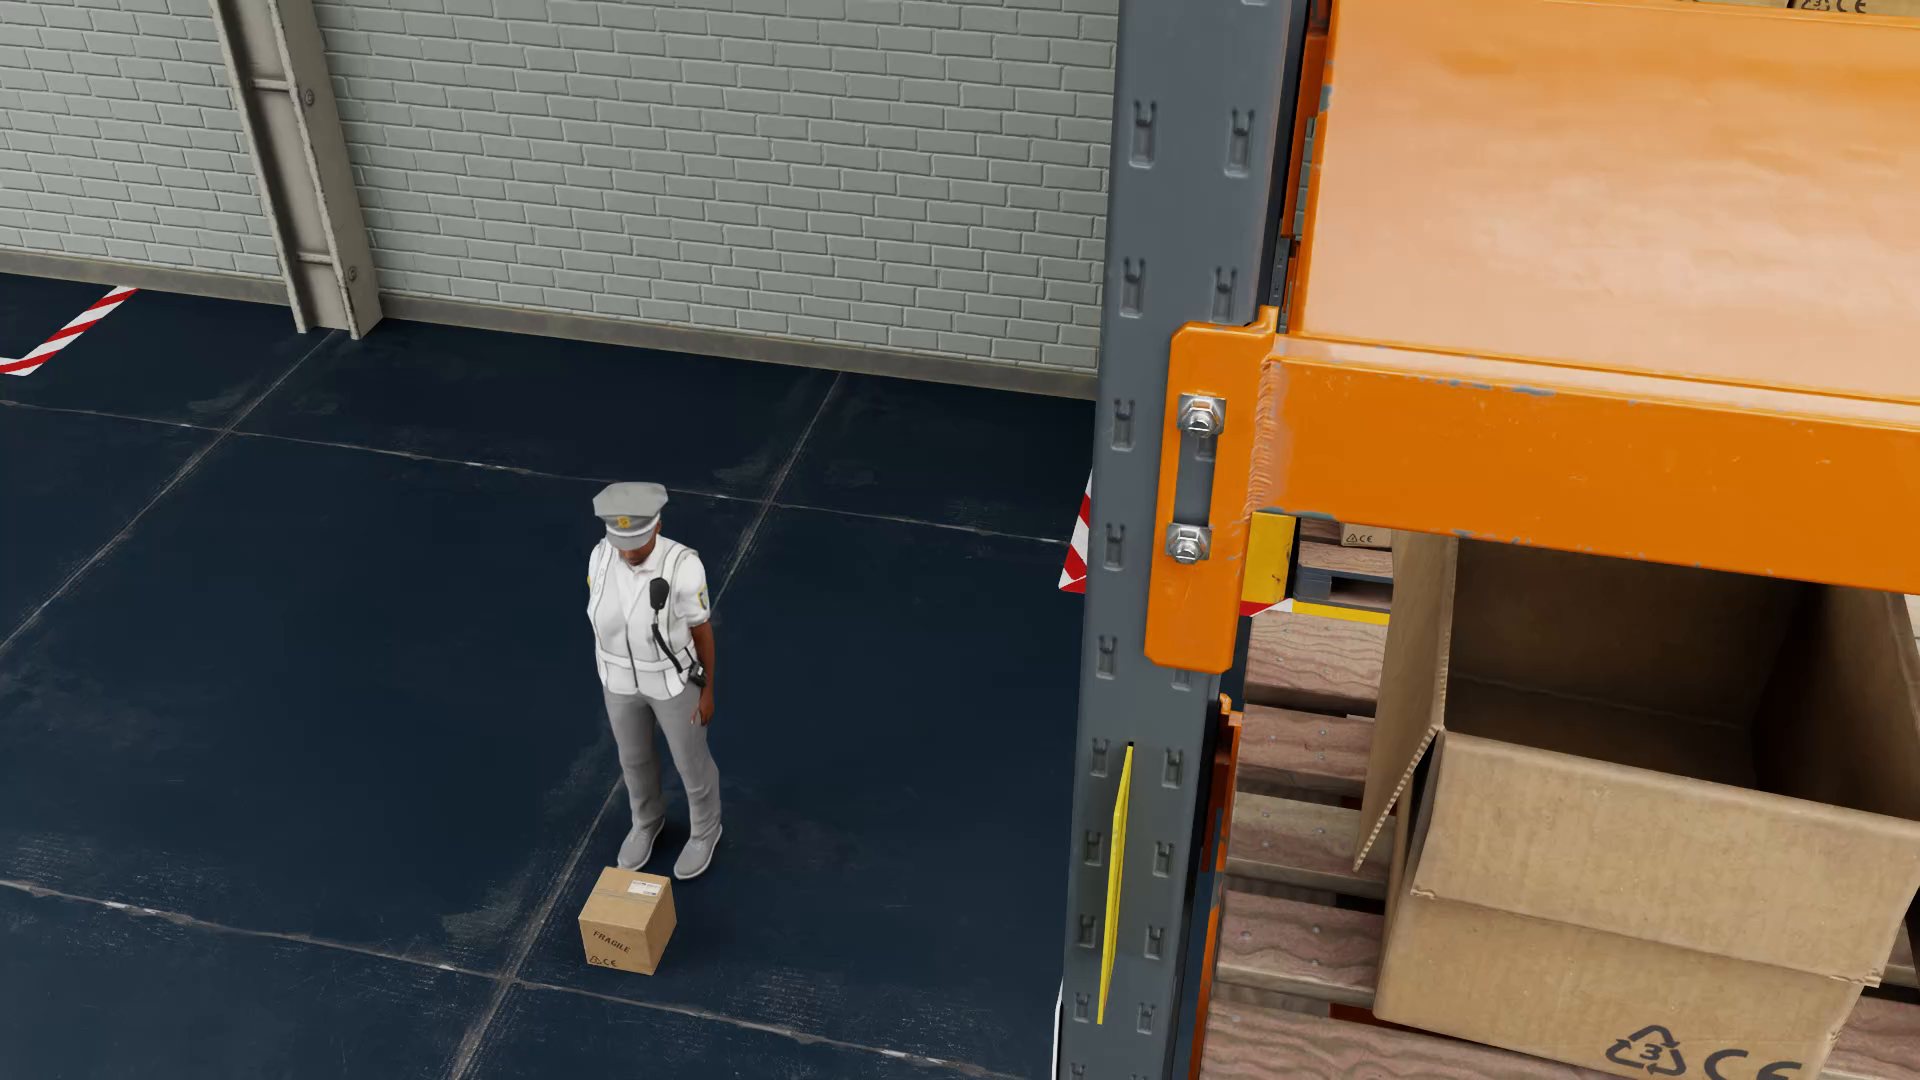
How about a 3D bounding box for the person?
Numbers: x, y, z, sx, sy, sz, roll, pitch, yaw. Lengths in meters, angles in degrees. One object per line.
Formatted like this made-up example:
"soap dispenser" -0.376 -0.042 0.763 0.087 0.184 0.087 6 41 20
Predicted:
"person" -1.086 0.520 5.942 0.443 1.668 0.355 8 38 10
